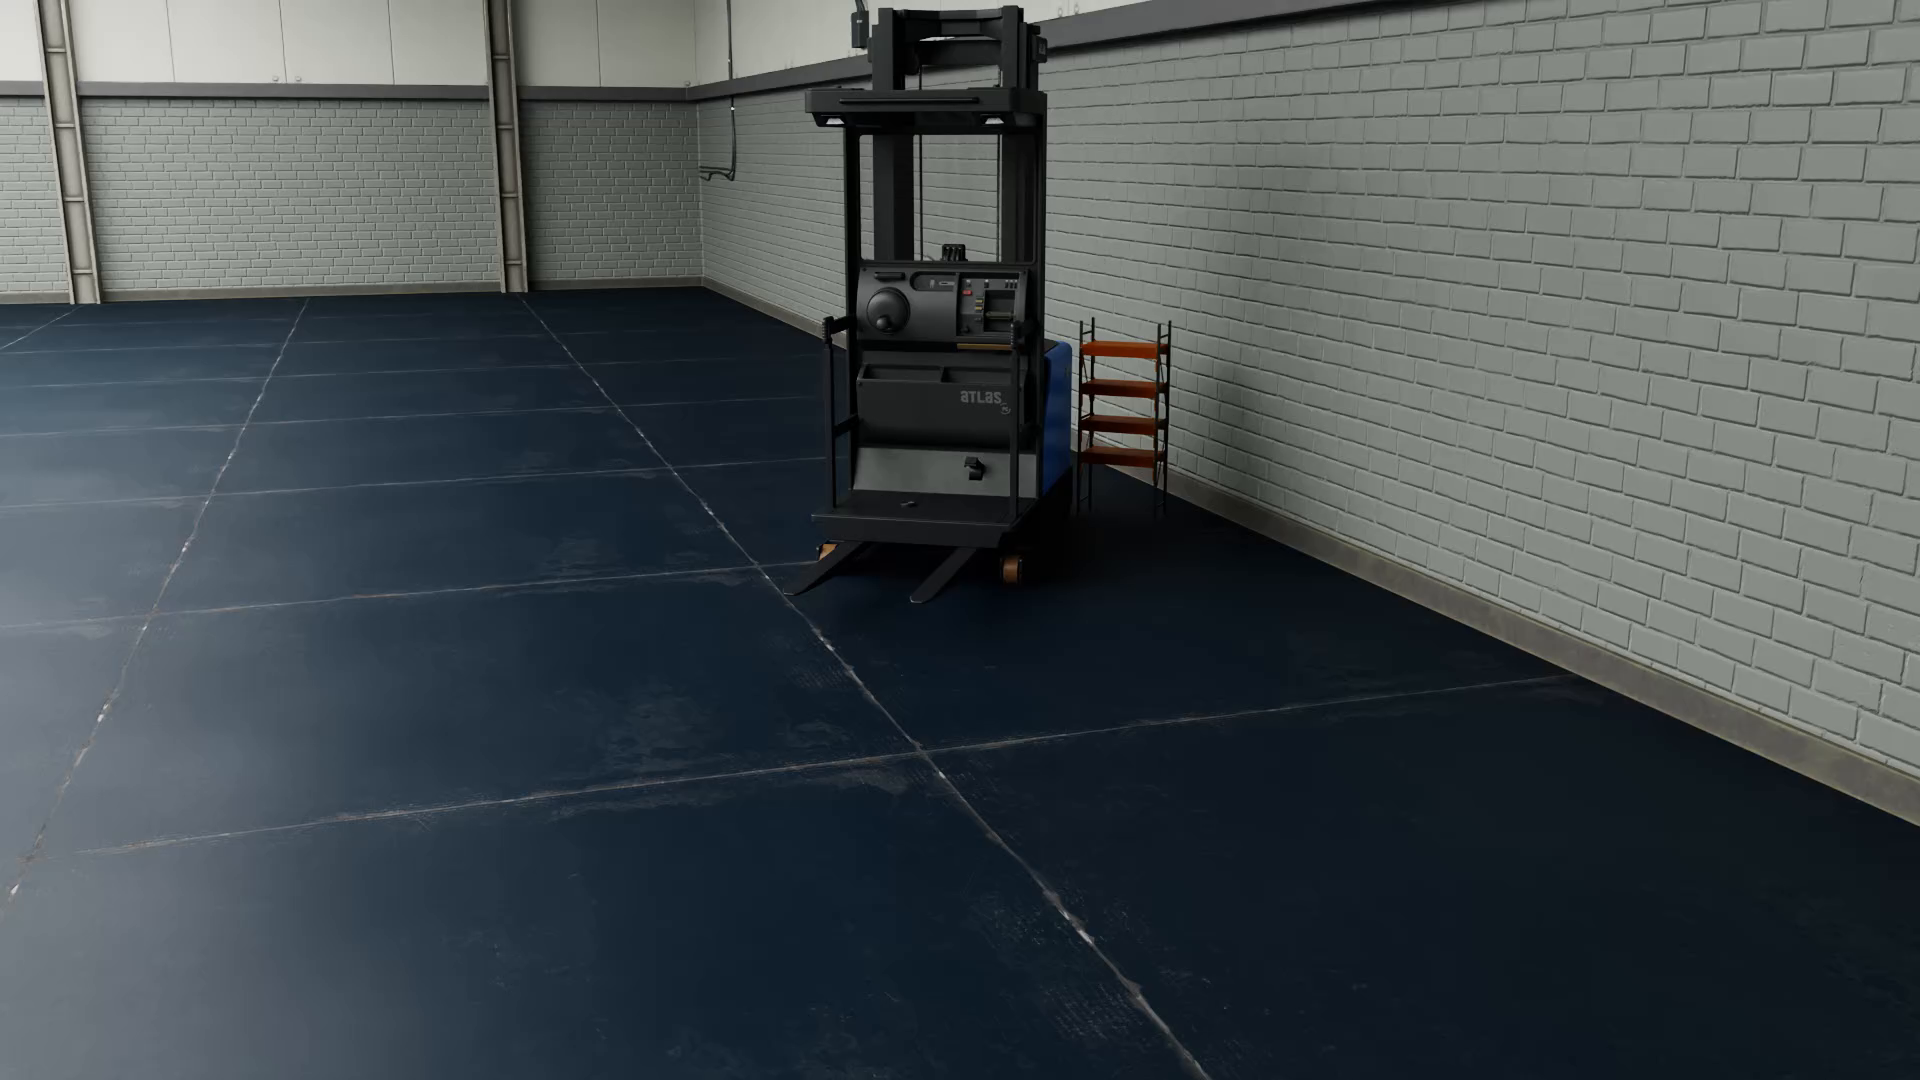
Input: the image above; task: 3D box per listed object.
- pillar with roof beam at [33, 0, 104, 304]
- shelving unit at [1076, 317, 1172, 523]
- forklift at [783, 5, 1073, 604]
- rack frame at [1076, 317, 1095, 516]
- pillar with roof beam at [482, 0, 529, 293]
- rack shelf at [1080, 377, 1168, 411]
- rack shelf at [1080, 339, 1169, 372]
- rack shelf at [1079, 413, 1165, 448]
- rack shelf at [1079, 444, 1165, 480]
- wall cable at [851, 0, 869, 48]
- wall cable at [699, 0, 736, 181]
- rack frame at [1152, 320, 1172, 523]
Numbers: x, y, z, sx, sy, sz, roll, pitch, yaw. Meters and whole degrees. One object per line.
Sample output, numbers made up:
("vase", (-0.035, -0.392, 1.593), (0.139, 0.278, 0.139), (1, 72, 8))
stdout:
("pillar with roof beam", (-11.259, -6.866, 19.062), (0.400, 9.000, 9.100), (-4, 14, -18))
("shelving unit", (0.998, -0.738, 10.154), (0.503, 1.200, 0.258), (6, 15, 23))
("forklift", (-0.142, -1.286, 8.714), (1.130, 2.935, 3.031), (3, 14, 13))
("rack frame", (0.775, -0.761, 10.249), (0.015, 1.200, 0.240), (6, 15, 23))
("pillar with roof beam", (-5.573, -7.309, 20.923), (0.400, 9.000, 9.100), (-4, 14, -18))
("rack shelf", (0.998, -0.891, 10.118), (0.480, 0.148, 0.258), (6, 15, 23))
("rack shelf", (0.998, -1.121, 10.063), (0.480, 0.148, 0.258), (6, 15, 23))
("rack shelf", (0.998, -0.673, 10.170), (0.480, 0.148, 0.258), (6, 15, 23))
("rack shelf", (0.998, -0.480, 10.216), (0.480, 0.148, 0.258), (6, 15, 23))
("wall cable", (-0.719, -7.752, 15.436), (0.169, 6.003, 2.305), (-4, 14, -18))
("wall cable", (-3.732, -6.670, 24.947), (0.112, 2.526, 3.097), (-4, 14, -18))
("rack frame", (1.222, -0.716, 10.059), (0.015, 1.200, 0.240), (6, 15, 23))
